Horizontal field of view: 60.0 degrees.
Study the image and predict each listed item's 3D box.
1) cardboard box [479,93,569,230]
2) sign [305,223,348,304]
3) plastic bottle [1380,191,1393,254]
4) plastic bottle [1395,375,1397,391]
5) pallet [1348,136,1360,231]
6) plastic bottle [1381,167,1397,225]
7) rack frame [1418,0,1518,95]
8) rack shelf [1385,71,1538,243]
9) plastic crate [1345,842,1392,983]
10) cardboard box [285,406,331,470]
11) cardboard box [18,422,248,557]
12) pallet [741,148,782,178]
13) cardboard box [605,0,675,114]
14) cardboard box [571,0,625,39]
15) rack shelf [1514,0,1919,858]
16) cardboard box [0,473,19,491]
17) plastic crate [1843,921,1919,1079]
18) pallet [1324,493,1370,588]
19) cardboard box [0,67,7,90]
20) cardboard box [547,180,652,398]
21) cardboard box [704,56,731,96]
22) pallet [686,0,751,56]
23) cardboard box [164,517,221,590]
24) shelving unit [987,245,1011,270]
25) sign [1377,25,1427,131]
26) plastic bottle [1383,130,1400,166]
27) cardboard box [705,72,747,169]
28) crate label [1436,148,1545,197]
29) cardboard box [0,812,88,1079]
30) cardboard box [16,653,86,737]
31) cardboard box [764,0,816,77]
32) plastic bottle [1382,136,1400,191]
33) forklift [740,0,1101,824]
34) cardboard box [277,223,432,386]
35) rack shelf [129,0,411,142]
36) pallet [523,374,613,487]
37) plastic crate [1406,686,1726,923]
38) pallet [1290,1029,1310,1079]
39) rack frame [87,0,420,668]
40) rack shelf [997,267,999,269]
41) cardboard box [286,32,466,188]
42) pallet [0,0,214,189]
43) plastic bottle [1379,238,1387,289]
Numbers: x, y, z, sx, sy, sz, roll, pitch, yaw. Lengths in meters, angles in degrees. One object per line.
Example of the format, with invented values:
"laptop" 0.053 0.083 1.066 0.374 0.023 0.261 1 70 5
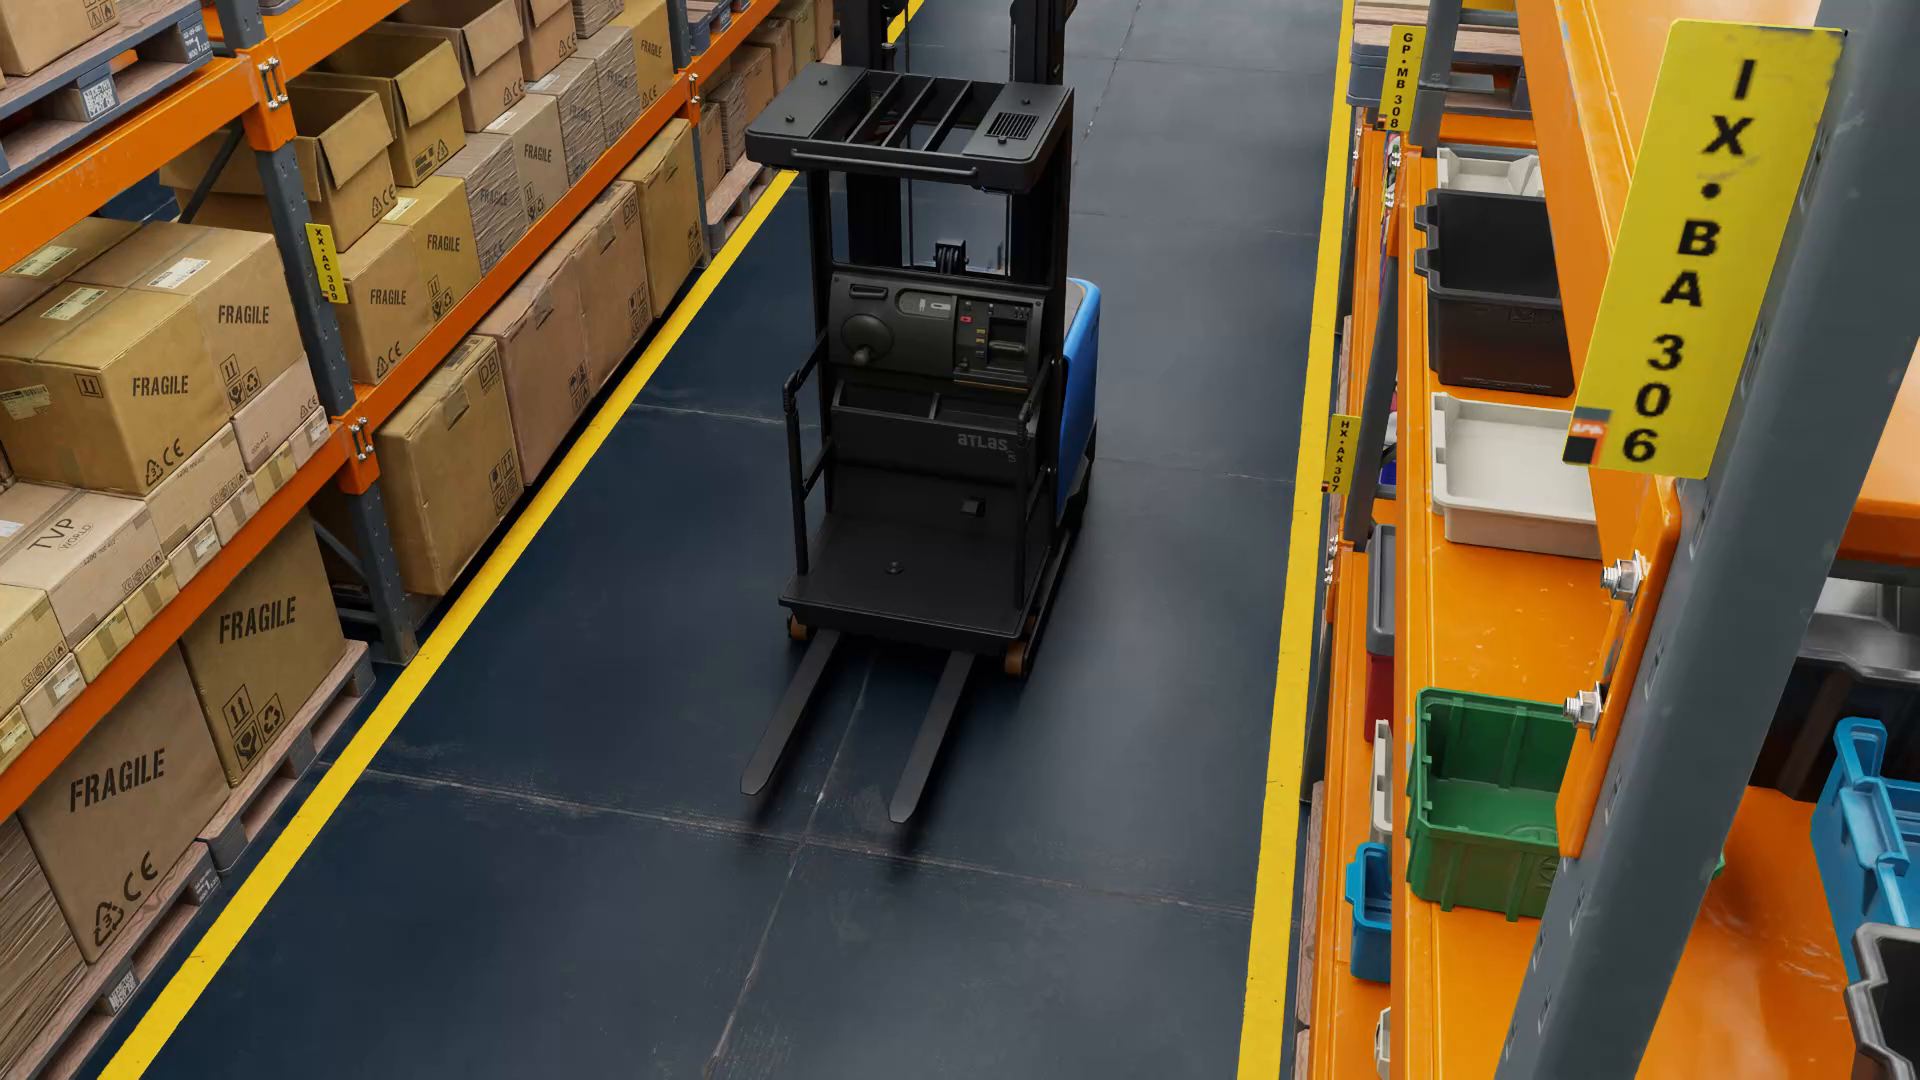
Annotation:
"cardboard box" -2.295 -1.883 8.207 0.500 0.500 0.500 8 37 11
"sign" -2.414 -1.052 6.340 0.100 0.325 0.005 7 37 10
"plastic bottle" 2.037 -1.499 7.862 0.061 0.283 0.133 7 37 10
"plastic bottle" 1.728 -0.543 6.549 0.152 0.276 0.135 7 37 10
"pallet" 3.202 -2.418 11.406 1.003 0.211 1.213 7 37 10
"plastic bottle" 2.107 -1.687 8.121 0.061 0.283 0.133 7 37 10
"rack frame" 1.882 -2.546 4.095 1.000 3.000 0.127 7 37 10
"rack shelf" 2.309 -2.187 6.769 1.077 0.370 4.000 7 37 10
"plastic crate" 1.216 1.010 4.392 0.416 0.233 0.300 7 37 10
"cardboard box" -2.702 -0.421 6.488 0.380 0.149 0.250 8 37 10
"cardboard box" -2.903 -0.215 5.865 0.500 0.250 0.500 8 37 11
"pallet" -1.671 -3.047 12.275 1.003 0.211 1.213 7 37 10
"cardboard box" -1.966 -2.758 9.414 0.500 0.500 0.500 8 37 11
"cardboard box" -2.274 -3.061 8.977 0.797 0.503 0.637 9 37 12
"rack shelf" 1.455 -0.947 2.842 1.077 0.370 4.000 7 37 10
"cardboard box" -3.424 -0.277 5.950 0.500 0.250 0.500 7 37 10
"plastic crate" 1.382 0.828 2.106 0.497 0.269 0.590 7 37 10
"pallet" 2.346 -0.127 8.245 1.003 0.211 1.213 7 37 10
"cardboard box" -3.184 -1.440 4.596 0.700 0.500 0.500 9 37 12
"cardboard box" -2.468 -1.438 9.131 1.225 0.875 0.875 7 37 10
"cardboard box" -1.885 -3.194 11.217 0.500 0.250 0.500 11 37 15
"pallet" -2.054 -3.376 10.515 1.213 0.211 1.003 7 37 10
"cardboard box" -2.866 0.022 5.878 0.380 0.149 0.250 8 37 11
"shelving unit" 0.263 -1.005 8.742 0.215 1.050 0.252 9 37 12
"sign" 1.345 -1.405 5.070 0.100 0.325 0.005 7 37 10
"plastic bottle" 2.277 -2.088 8.684 0.097 0.271 0.097 0 36 0
"cardboard box" -1.873 -2.904 11.455 0.700 0.500 0.500 4 36 6
"crate label" 1.495 -0.981 4.716 0.293 0.136 0.466 7 37 10
"cardboard box" -3.558 1.347 5.289 0.875 0.875 0.875 7 37 10
"cardboard box" -3.031 0.462 5.271 0.380 0.149 0.250 8 37 11
"cardboard box" -1.520 -3.870 12.789 0.700 0.500 0.500 7 37 10
"plastic bottle" 2.229 -1.887 8.404 0.152 0.276 0.135 7 37 10
"forklift" -0.158 -0.829 6.897 1.130 2.935 3.031 9 37 12
"cardboard box" -2.614 -1.011 7.004 0.500 0.500 0.500 7 37 10
"rack shelf" -2.529 -2.808 7.625 1.077 0.370 4.000 7 37 10
"pallet" -2.607 -0.762 9.122 1.003 0.211 1.213 7 37 10
"plastic crate" 0.959 0.446 2.703 0.450 0.188 0.336 7 37 10
"pallet" 1.504 2.140 5.118 1.003 0.211 1.213 7 37 10
"rack frame" -2.957 -0.738 6.712 1.000 3.000 0.127 7 37 10
"rack shelf" 0.263 -1.226 8.581 0.215 0.259 0.240 9 37 12
"cardboard box" -2.670 -1.944 7.436 0.797 0.503 0.637 8 37 10
"pallet" -3.142 -1.449 5.213 1.003 0.211 1.213 7 37 10
"plastic bottle" 1.994 -1.297 7.525 0.144 0.351 0.185 7 37 10
